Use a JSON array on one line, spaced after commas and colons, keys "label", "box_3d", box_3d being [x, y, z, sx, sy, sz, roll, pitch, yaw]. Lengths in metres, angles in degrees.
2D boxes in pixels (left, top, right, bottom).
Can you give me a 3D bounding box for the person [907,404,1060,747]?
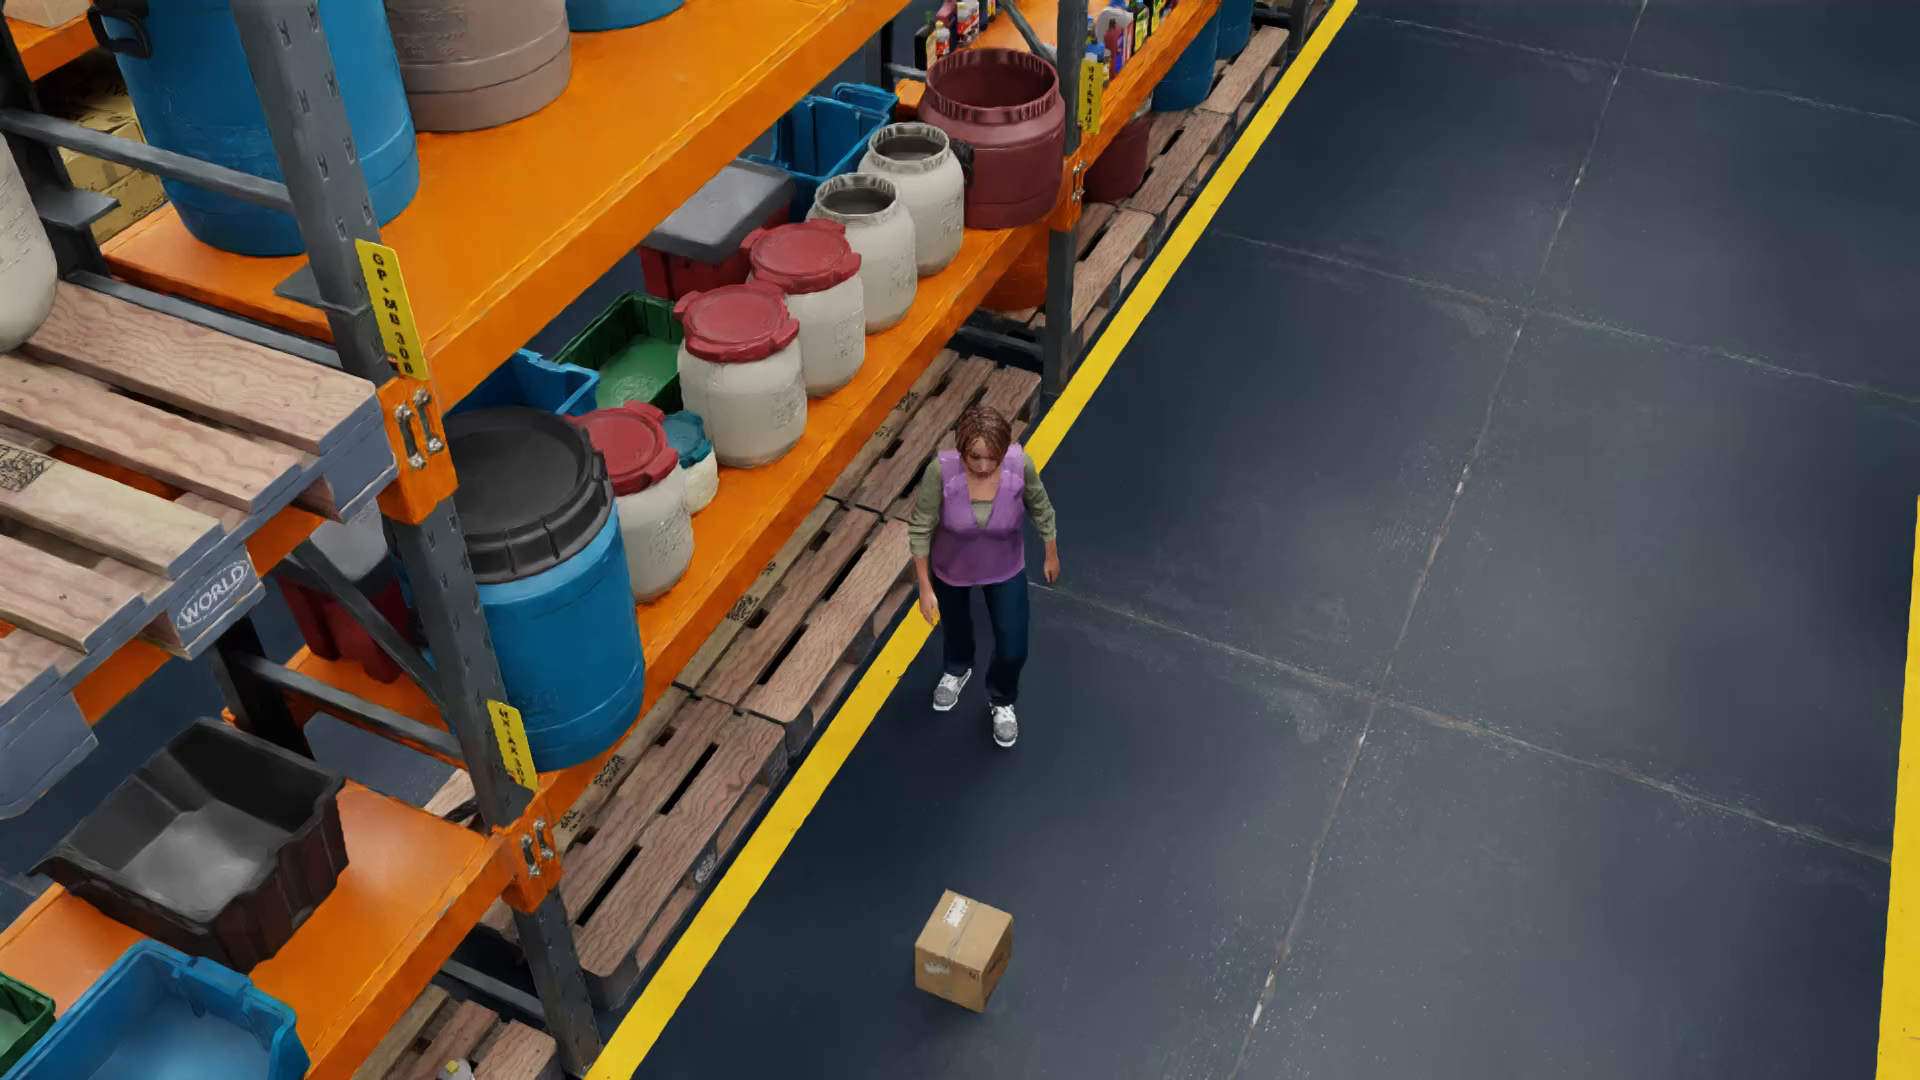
[{"label": "person", "box_3d": [0.092, 0.096, 6.067, 0.553, 1.575, 0.493, 2, 43, 2]}]
